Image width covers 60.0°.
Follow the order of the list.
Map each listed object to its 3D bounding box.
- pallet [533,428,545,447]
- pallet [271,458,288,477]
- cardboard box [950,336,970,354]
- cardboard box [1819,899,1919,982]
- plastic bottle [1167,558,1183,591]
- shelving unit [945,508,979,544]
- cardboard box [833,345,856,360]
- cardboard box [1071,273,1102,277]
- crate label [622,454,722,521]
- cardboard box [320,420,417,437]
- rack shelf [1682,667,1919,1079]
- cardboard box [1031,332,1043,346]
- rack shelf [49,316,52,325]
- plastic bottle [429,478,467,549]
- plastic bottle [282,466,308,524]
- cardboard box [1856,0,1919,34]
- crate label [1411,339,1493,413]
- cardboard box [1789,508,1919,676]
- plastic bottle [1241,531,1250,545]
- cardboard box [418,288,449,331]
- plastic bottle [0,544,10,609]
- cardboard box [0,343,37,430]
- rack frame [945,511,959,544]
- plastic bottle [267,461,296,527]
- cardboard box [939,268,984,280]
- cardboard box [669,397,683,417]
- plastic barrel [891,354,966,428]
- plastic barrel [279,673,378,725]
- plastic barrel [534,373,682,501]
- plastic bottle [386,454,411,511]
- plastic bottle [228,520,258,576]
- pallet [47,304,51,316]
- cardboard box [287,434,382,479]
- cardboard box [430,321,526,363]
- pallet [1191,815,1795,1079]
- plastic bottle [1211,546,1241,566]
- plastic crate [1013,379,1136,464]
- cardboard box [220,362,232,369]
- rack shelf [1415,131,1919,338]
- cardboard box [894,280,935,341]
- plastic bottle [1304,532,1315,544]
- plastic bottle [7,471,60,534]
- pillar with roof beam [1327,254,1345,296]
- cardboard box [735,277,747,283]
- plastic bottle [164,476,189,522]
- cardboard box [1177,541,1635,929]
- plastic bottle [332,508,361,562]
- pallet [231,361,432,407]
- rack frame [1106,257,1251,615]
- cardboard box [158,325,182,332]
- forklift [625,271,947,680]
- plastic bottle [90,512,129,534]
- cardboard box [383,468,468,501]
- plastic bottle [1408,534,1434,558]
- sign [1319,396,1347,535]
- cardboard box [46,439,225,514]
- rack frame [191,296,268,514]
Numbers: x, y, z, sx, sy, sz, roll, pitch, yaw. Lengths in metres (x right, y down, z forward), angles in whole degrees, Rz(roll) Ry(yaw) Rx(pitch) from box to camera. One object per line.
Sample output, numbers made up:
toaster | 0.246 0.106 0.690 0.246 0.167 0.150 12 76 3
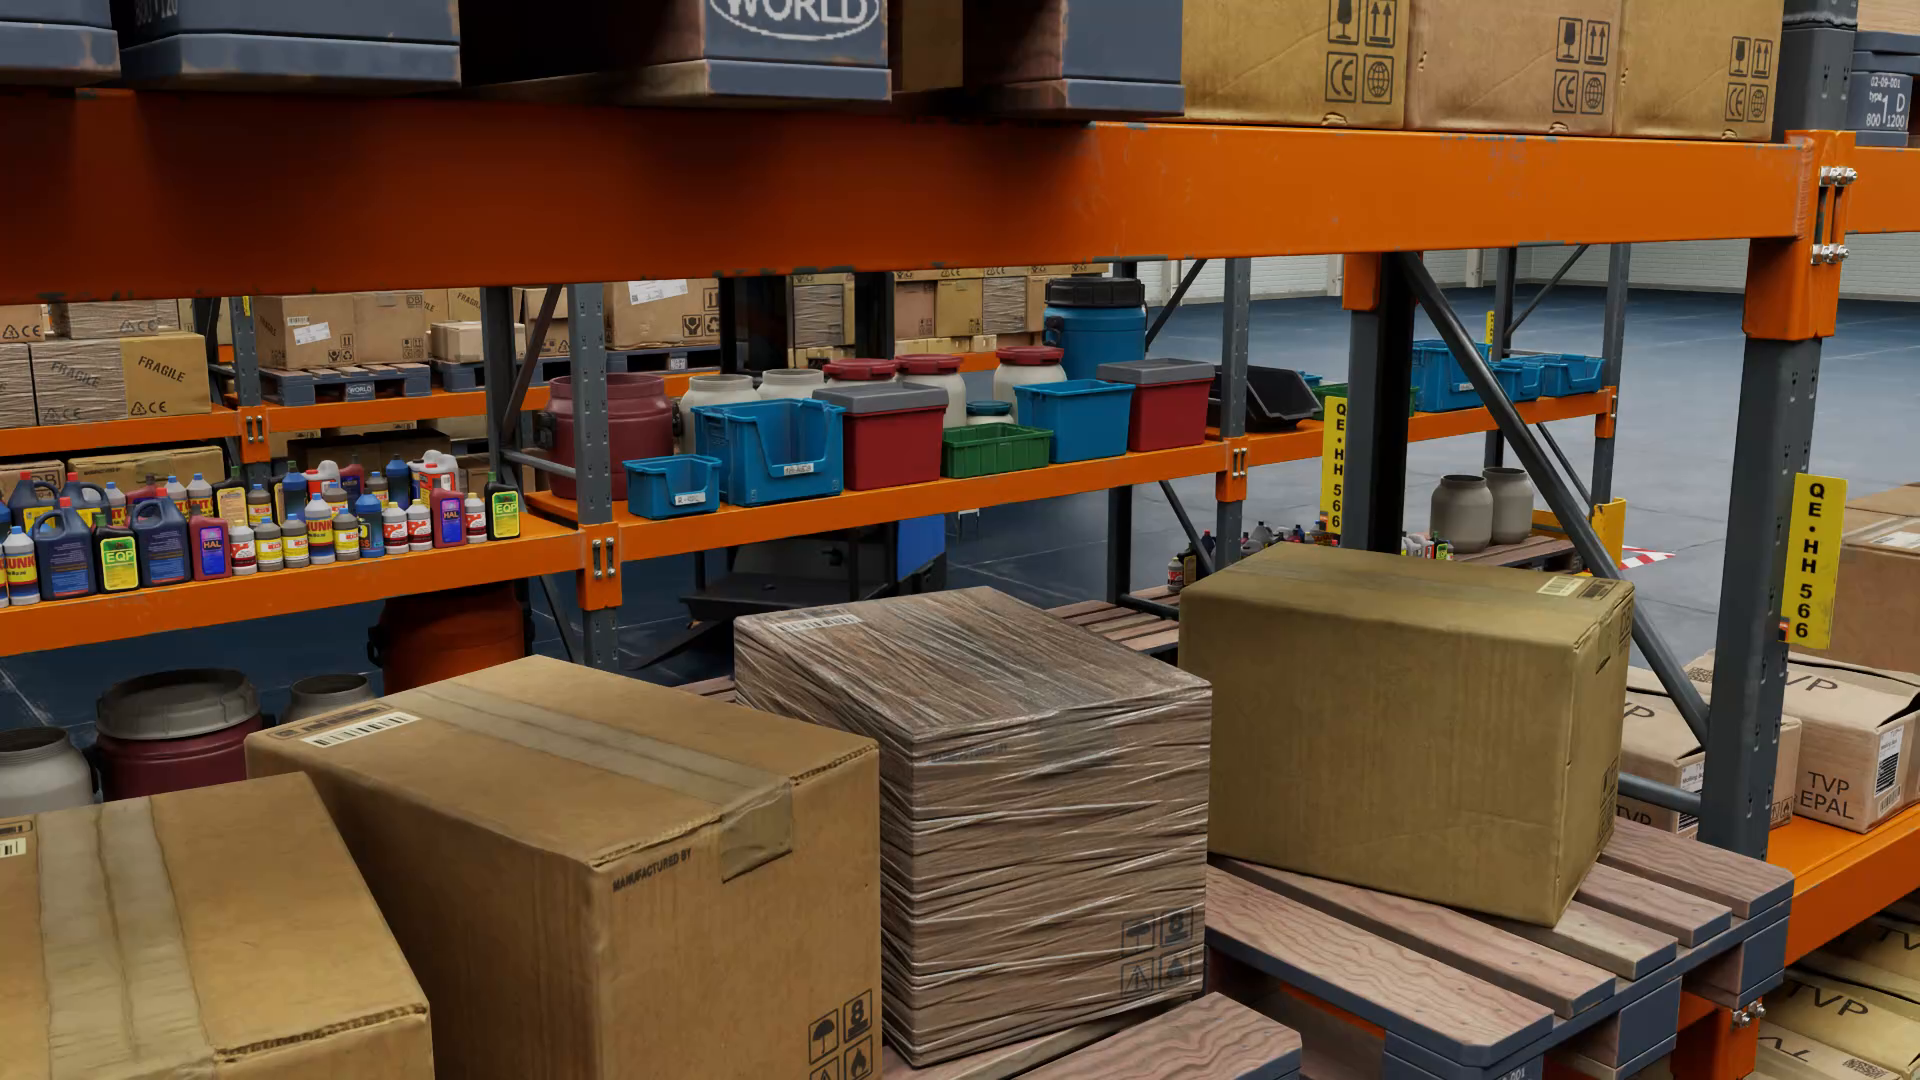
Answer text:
pallet | -4.190 -1.185 18.199 1.213 0.211 1.003 -9 15 -38
pallet | -6.342 -0.827 16.515 1.213 0.211 1.003 -9 15 -38
cardboard box | -0.128 -1.738 14.696 0.250 0.149 0.380 -9 15 -38
cardboard box | 2.646 1.191 4.558 0.500 0.311 0.500 -10 16 -39
plastic bottle | 1.370 0.214 10.576 0.097 0.201 0.097 0 12 0
shelving unit | -0.006 -0.439 13.030 0.210 0.900 0.258 -9 15 -38
cardboard box | -1.076 -1.568 13.899 0.250 0.149 0.380 -9 15 -38
cardboard box | 0.864 -2.292 15.742 0.500 0.500 0.875 -9 15 -38
crate label | -1.279 -0.235 7.415 0.416 0.233 0.303 -9 15 -38
cardboard box | -6.017 -1.348 16.660 0.750 0.750 1.050 -9 15 -38
rack shelf | 2.811 0.574 4.938 4.000 0.370 1.077 -9 15 -38
cardboard box | 0.653 -1.868 15.307 0.250 0.149 0.380 -9 15 -38
rack shelf | -9.566 -2.641 20.076 4.000 0.370 1.077 -9 15 -38
plastic bottle | -2.072 -0.114 6.725 0.133 0.283 0.061 -9 15 -38
plastic bottle | -2.813 -0.175 7.043 0.097 0.271 0.097 0 12 0
cardboard box | 1.966 -1.257 3.956 0.500 0.250 0.500 -9 15 -36
crate label | 3.136 -1.095 10.980 0.616 0.435 0.502 -9 15 -38
cardboard box | 2.549 0.212 4.668 0.500 0.500 0.500 -11 16 -41
plastic bottle | 1.855 0.089 10.970 0.133 0.283 0.061 -8 14 -34
cardboard box | -5.468 -2.335 16.662 0.500 0.500 0.500 -10 15 -38
plastic bottle | -3.355 0.100 5.745 0.097 0.271 0.097 0 12 0
cardboard box | -5.964 -0.939 10.089 0.500 0.500 0.500 -10 16 -39
rack frame | -0.086 -0.426 12.968 0.006 0.900 0.240 -9 15 -38
plastic bottle | -2.877 -0.192 7.091 0.133 0.283 0.061 -9 15 -38
cardboard box | -0.139 -2.542 14.516 0.500 0.500 0.500 -9 15 -38
cardboard box | -3.597 -1.817 18.566 0.875 0.875 0.875 -9 15 -37
plastic barrel | -0.176 -0.724 8.991 0.433 0.535 0.433 0 12 0
plastic barrel | -2.599 0.843 6.916 0.421 0.512 0.421 0 12 0
plastic barrel | -1.669 -0.499 7.927 0.708 0.536 0.600 -9 15 -38
plastic bottle | -2.490 -0.245 7.372 0.097 0.271 0.097 0 12 0
plastic bottle | -2.706 0.027 6.260 0.097 0.201 0.097 0 12 0
pallet | -10.638 -2.749 19.316 1.003 0.211 1.213 -9 15 -38
cardboard box | -4.432 -0.577 11.778 0.500 0.250 0.500 -9 15 -35
cardboard box | -3.484 -1.438 12.030 0.500 0.250 0.500 -10 16 -39
pallet | 0.764 0.674 3.193 1.003 0.211 1.213 -9 15 -38
plastic bottle | 1.694 0.132 10.604 0.185 0.351 0.144 -9 15 -38
plastic crate | 0.614 -0.640 8.961 0.575 0.384 0.392 -9 15 -38
cardboard box | -8.971 -2.010 20.689 0.625 0.372 0.950 -8 15 -34
rack shelf | 2.811 -0.894 4.626 4.000 0.370 1.077 -9 15 -38
cardboard box | -0.683 -2.028 14.502 0.500 0.500 0.875 -9 15 -38
plastic bottle | 2.371 0.048 11.359 0.097 0.201 0.097 0 12 0
plastic bottle | -3.592 -0.095 6.472 0.185 0.351 0.144 -9 15 -38
pillar with roof beam | 12.339 -9.982 38.475 0.548 9.000 9.100 -9 15 -38
cardboard box | -1.634 -2.432 13.994 0.500 0.500 0.500 -9 15 -38
plastic bottle | -3.212 -0.125 6.808 0.097 0.271 0.097 0 12 0
cardboard box | 0.828 0.327 3.116 0.700 0.500 0.500 7 14 31
plastic bottle | -2.402 -0.024 6.498 0.097 0.201 0.097 0 12 0
pallet | -4.447 -1.142 11.747 1.003 0.211 1.213 -9 15 -38
rack frame | 1.281 -0.842 9.871 0.127 3.000 1.000 -9 15 -38
cardboard box | -5.486 -1.156 11.110 0.500 0.500 0.500 -9 15 -36
forklift | -1.013 -0.811 9.892 1.130 2.935 3.031 4 13 17
plastic bottle | -3.071 0.036 6.019 0.133 0.283 0.061 -9 15 -38
cardboard box | -4.001 -0.283 12.197 0.500 0.500 0.700 -11 16 -42
plastic bottle | 3.030 0.094 10.962 0.135 0.276 0.152 -9 15 -37
sign | 0.900 -0.175 3.942 0.005 0.325 0.100 -9 15 -38
cardboard box | -5.489 -0.206 10.981 0.875 0.875 1.225 -10 16 -40
rack frame | -4.937 -1.126 11.210 0.127 3.000 1.000 -9 15 -38
